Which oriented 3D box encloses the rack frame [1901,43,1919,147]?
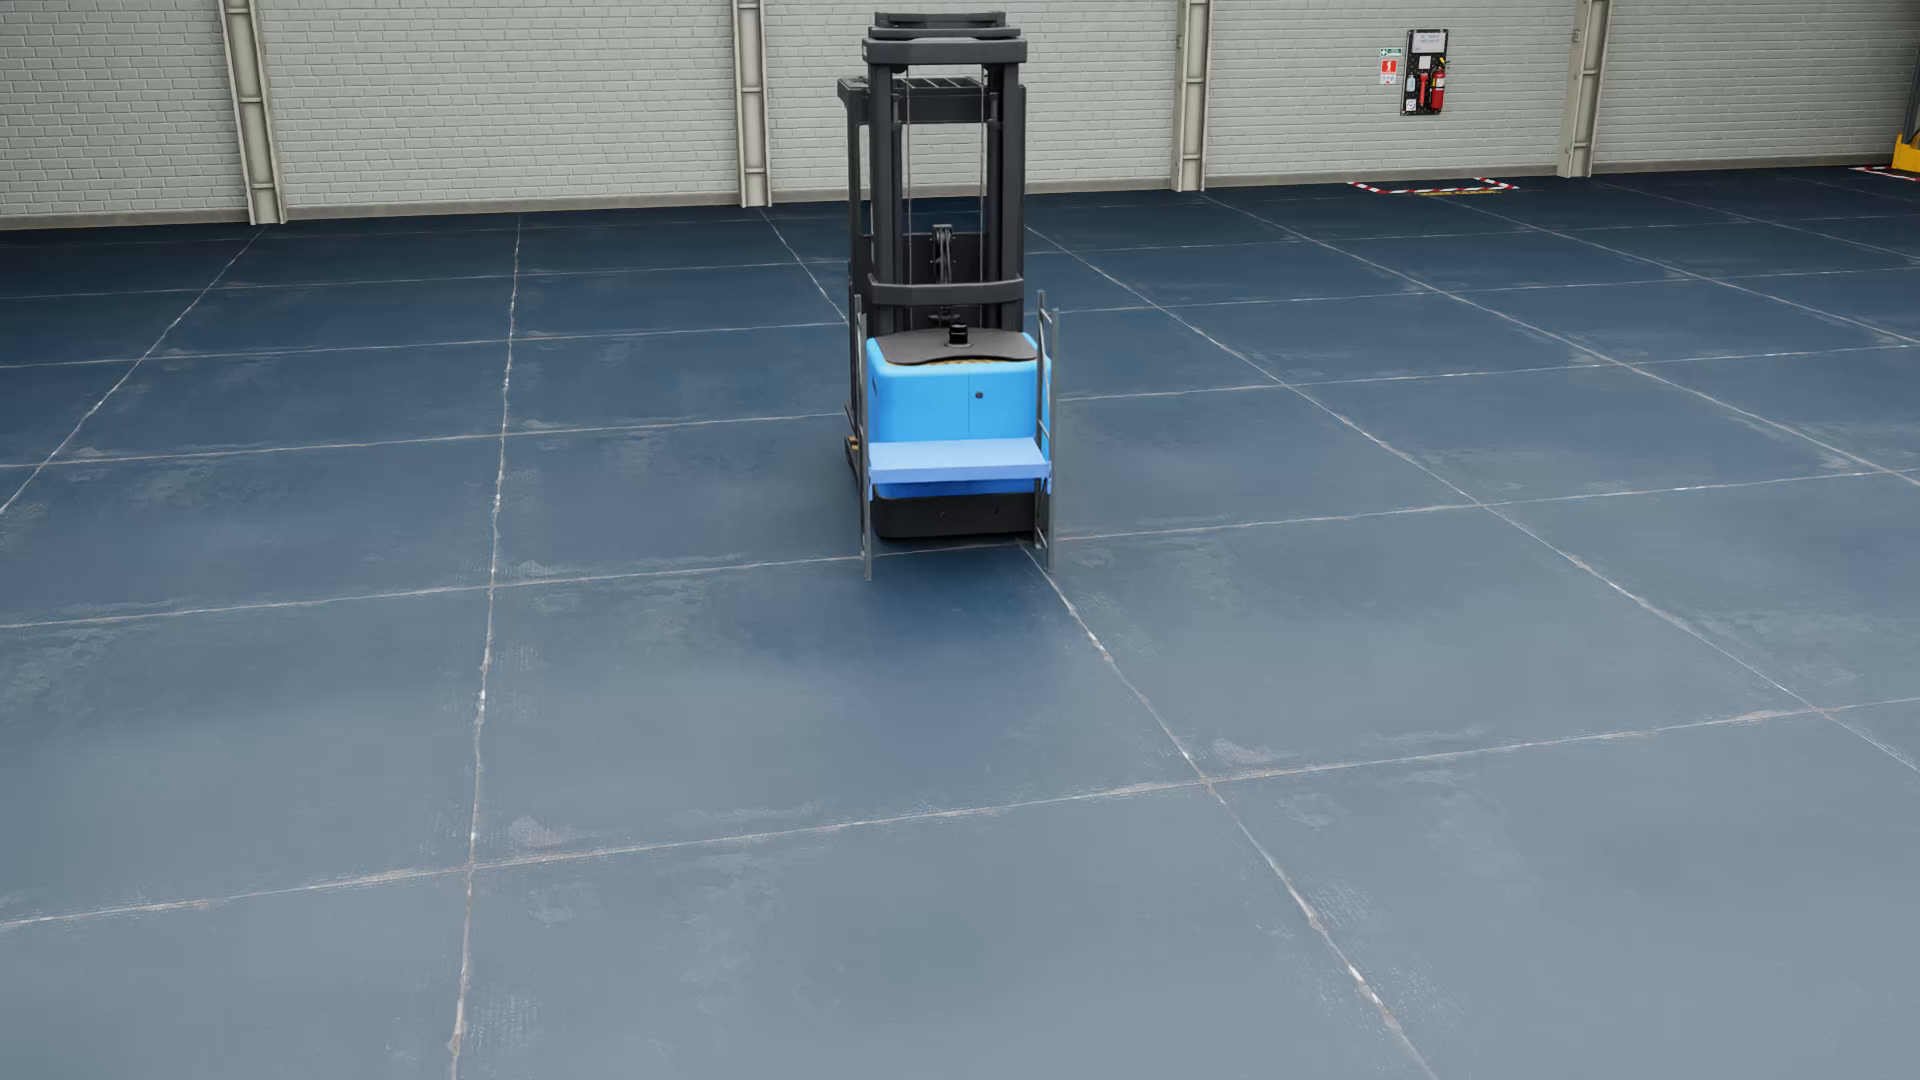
[{"bbox_3d":[14.354,-6.883,24.243,0.127,3.000,1.000,-5,21,-12],"label":"rack frame"}]

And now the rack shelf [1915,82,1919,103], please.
[{"bbox_3d":[16.300,-6.703,24.799,4.000,0.370,1.077,-5,21,-12],"label":"rack shelf"}]

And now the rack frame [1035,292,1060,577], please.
[{"bbox_3d":[0.483,-0.583,9.226,0.032,1.500,0.500,-2,20,-6],"label":"rack frame"}]

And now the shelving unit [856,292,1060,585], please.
[{"bbox_3d":[-0.022,-0.563,9.170,1.048,1.500,0.538,-2,20,-6],"label":"shelving unit"}]

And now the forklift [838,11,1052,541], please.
[{"bbox_3d":[-0.174,-1.842,10.581,1.130,2.935,3.031,-3,20,-8],"label":"forklift"}]

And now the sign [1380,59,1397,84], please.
[{"bbox_3d":[6.021,-6.578,23.358,0.234,0.329,0.001,-5,21,-12],"label":"sign"}]

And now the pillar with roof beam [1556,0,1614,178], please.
[{"bbox_3d":[9.987,-8.129,18.923,0.400,9.000,9.100,-5,21,-12],"label":"pillar with roof beam"}]

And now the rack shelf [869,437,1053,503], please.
[{"bbox_3d":[-0.022,-0.394,9.232,1.000,0.185,0.538,-2,20,-6],"label":"rack shelf"}]

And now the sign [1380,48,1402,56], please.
[{"bbox_3d":[6.028,-6.824,23.259,0.331,0.109,0.001,-5,21,-12],"label":"sign"}]

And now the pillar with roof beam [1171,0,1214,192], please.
[{"bbox_3d":[4.148,-7.654,17.626,0.400,9.000,9.100,-5,21,-12],"label":"pillar with roof beam"}]

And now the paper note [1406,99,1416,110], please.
[{"bbox_3d":[6.395,-6.165,23.565,0.142,0.148,0.016,-5,21,-12],"label":"paper note"}]

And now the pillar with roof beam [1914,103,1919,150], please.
[{"bbox_3d":[15.826,-8.604,20.219,0.400,9.000,9.100,-5,21,-12],"label":"pillar with roof beam"}]

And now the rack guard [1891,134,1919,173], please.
[{"bbox_3d":[14.428,-5.715,24.689,0.348,0.500,1.175,-5,21,-12],"label":"rack guard"}]

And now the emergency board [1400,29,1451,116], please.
[{"bbox_3d":[6.583,-6.570,23.389,0.643,1.169,0.194,-5,21,-12],"label":"emergency board"}]

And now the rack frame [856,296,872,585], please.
[{"bbox_3d":[-0.526,-0.542,9.114,0.032,1.500,0.500,-2,20,-6],"label":"rack frame"}]

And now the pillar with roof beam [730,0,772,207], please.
[{"bbox_3d":[-1.691,-7.179,16.330,0.400,9.000,9.100,-5,21,-12],"label":"pillar with roof beam"}]

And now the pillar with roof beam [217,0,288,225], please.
[{"bbox_3d":[-7.530,-6.704,15.033,0.400,9.000,9.100,-5,21,-12],"label":"pillar with roof beam"}]
